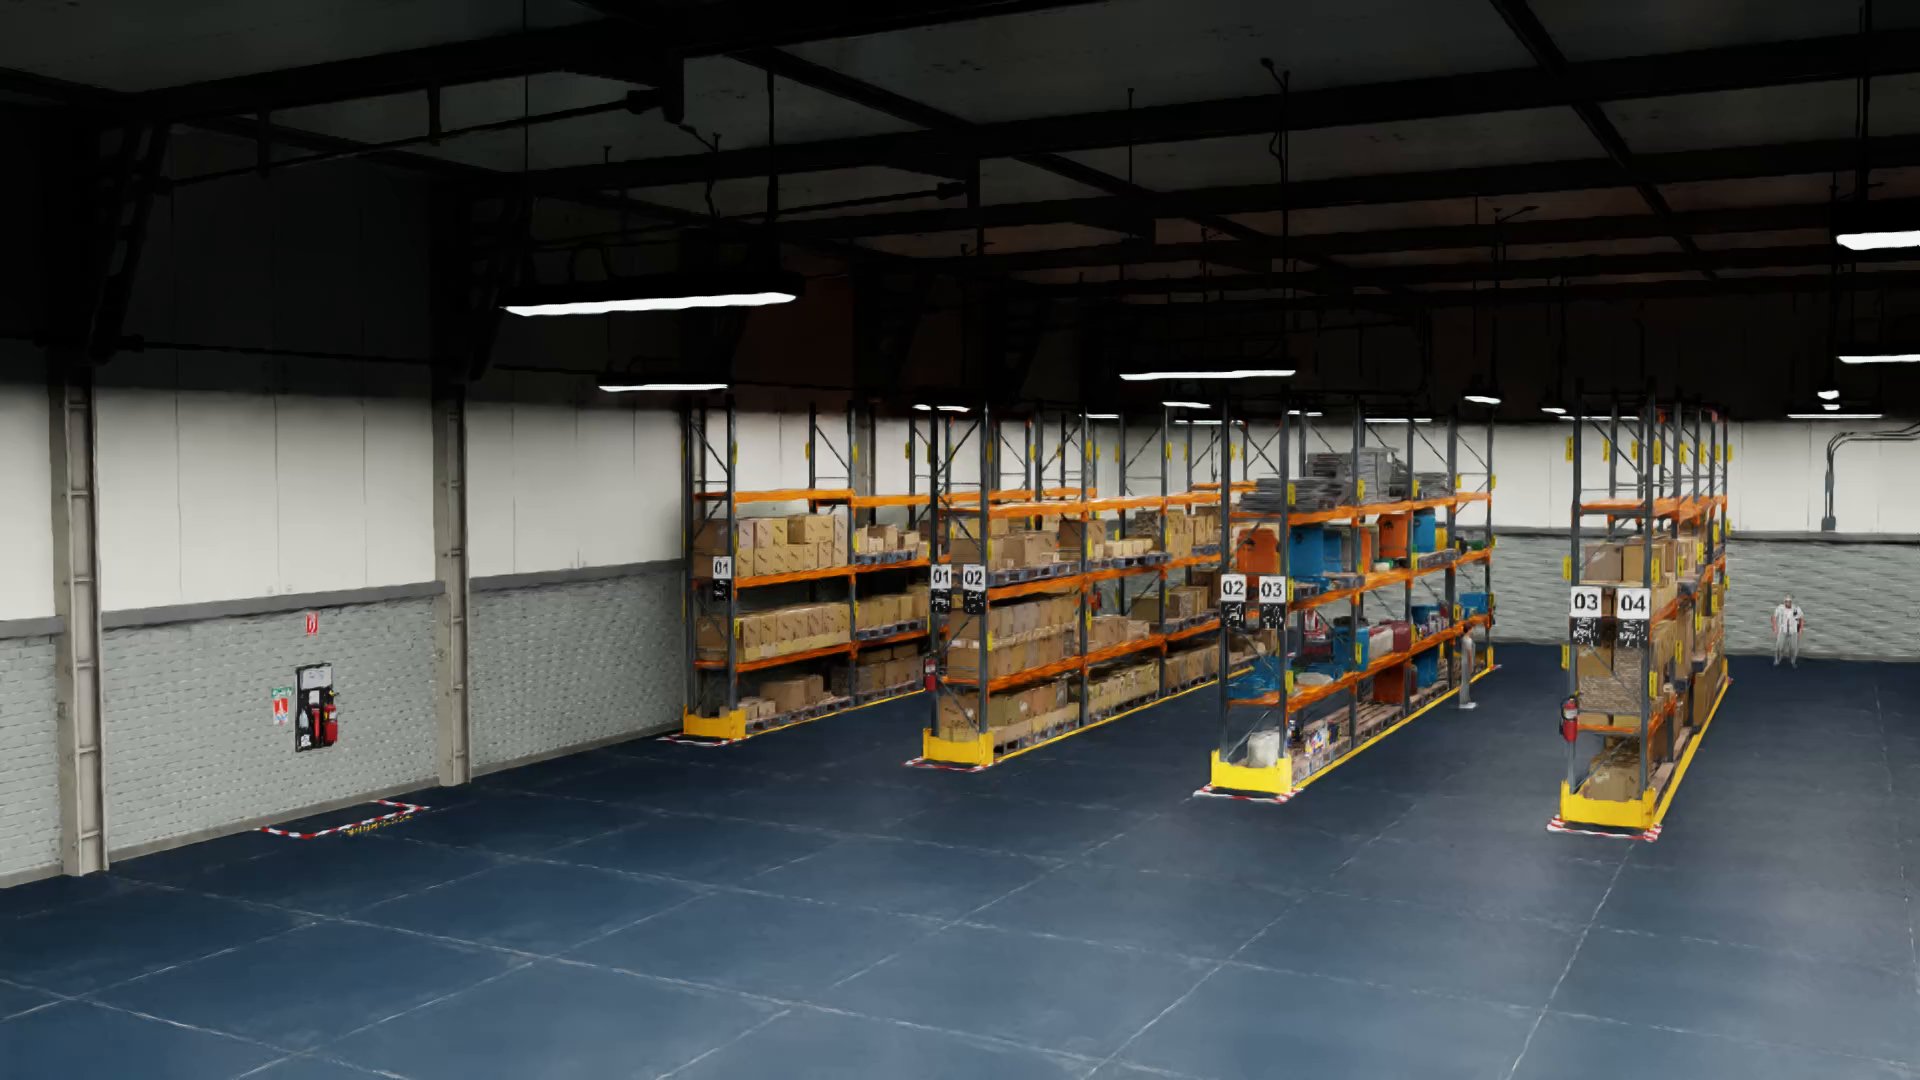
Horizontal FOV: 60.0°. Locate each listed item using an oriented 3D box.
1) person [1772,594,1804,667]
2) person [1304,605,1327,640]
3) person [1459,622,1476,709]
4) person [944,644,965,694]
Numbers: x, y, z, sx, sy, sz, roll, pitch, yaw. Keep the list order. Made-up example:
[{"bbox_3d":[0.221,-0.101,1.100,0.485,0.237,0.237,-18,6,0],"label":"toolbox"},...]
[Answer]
[{"bbox_3d":[19.347,2.107,38.874,0.682,1.711,0.536,1,3,26],"label":"person"},{"bbox_3d":[7.851,2.184,37.170,0.677,1.742,0.547,1,3,26],"label":"person"},{"bbox_3d":[9.932,2.436,32.482,0.391,1.677,0.545,0,3,5],"label":"person"},{"bbox_3d":[-0.096,2.547,32.552,0.450,1.445,1.089,1,3,26],"label":"person"}]
